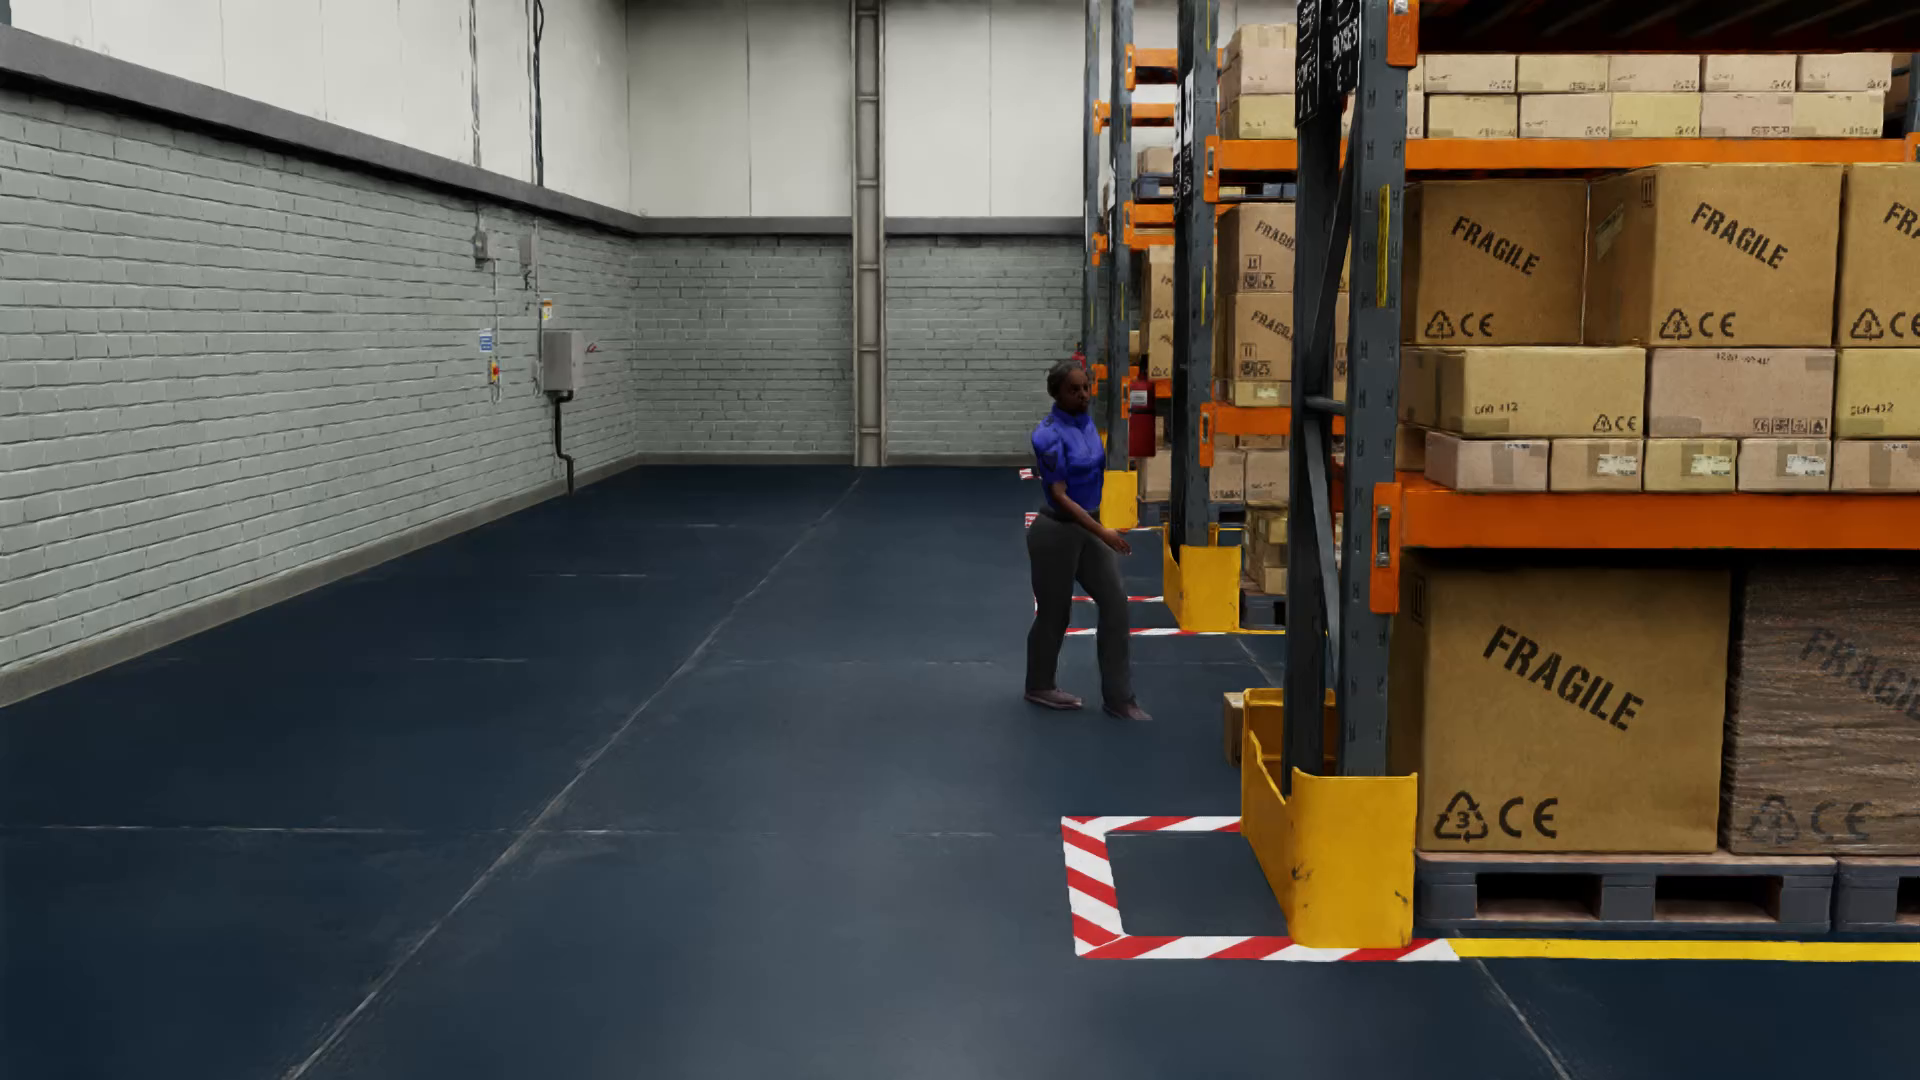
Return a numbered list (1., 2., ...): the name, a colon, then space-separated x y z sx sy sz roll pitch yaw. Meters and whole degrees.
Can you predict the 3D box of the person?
1. person: 0.540 0.027 7.489 0.699 1.685 0.544 6 10 41
